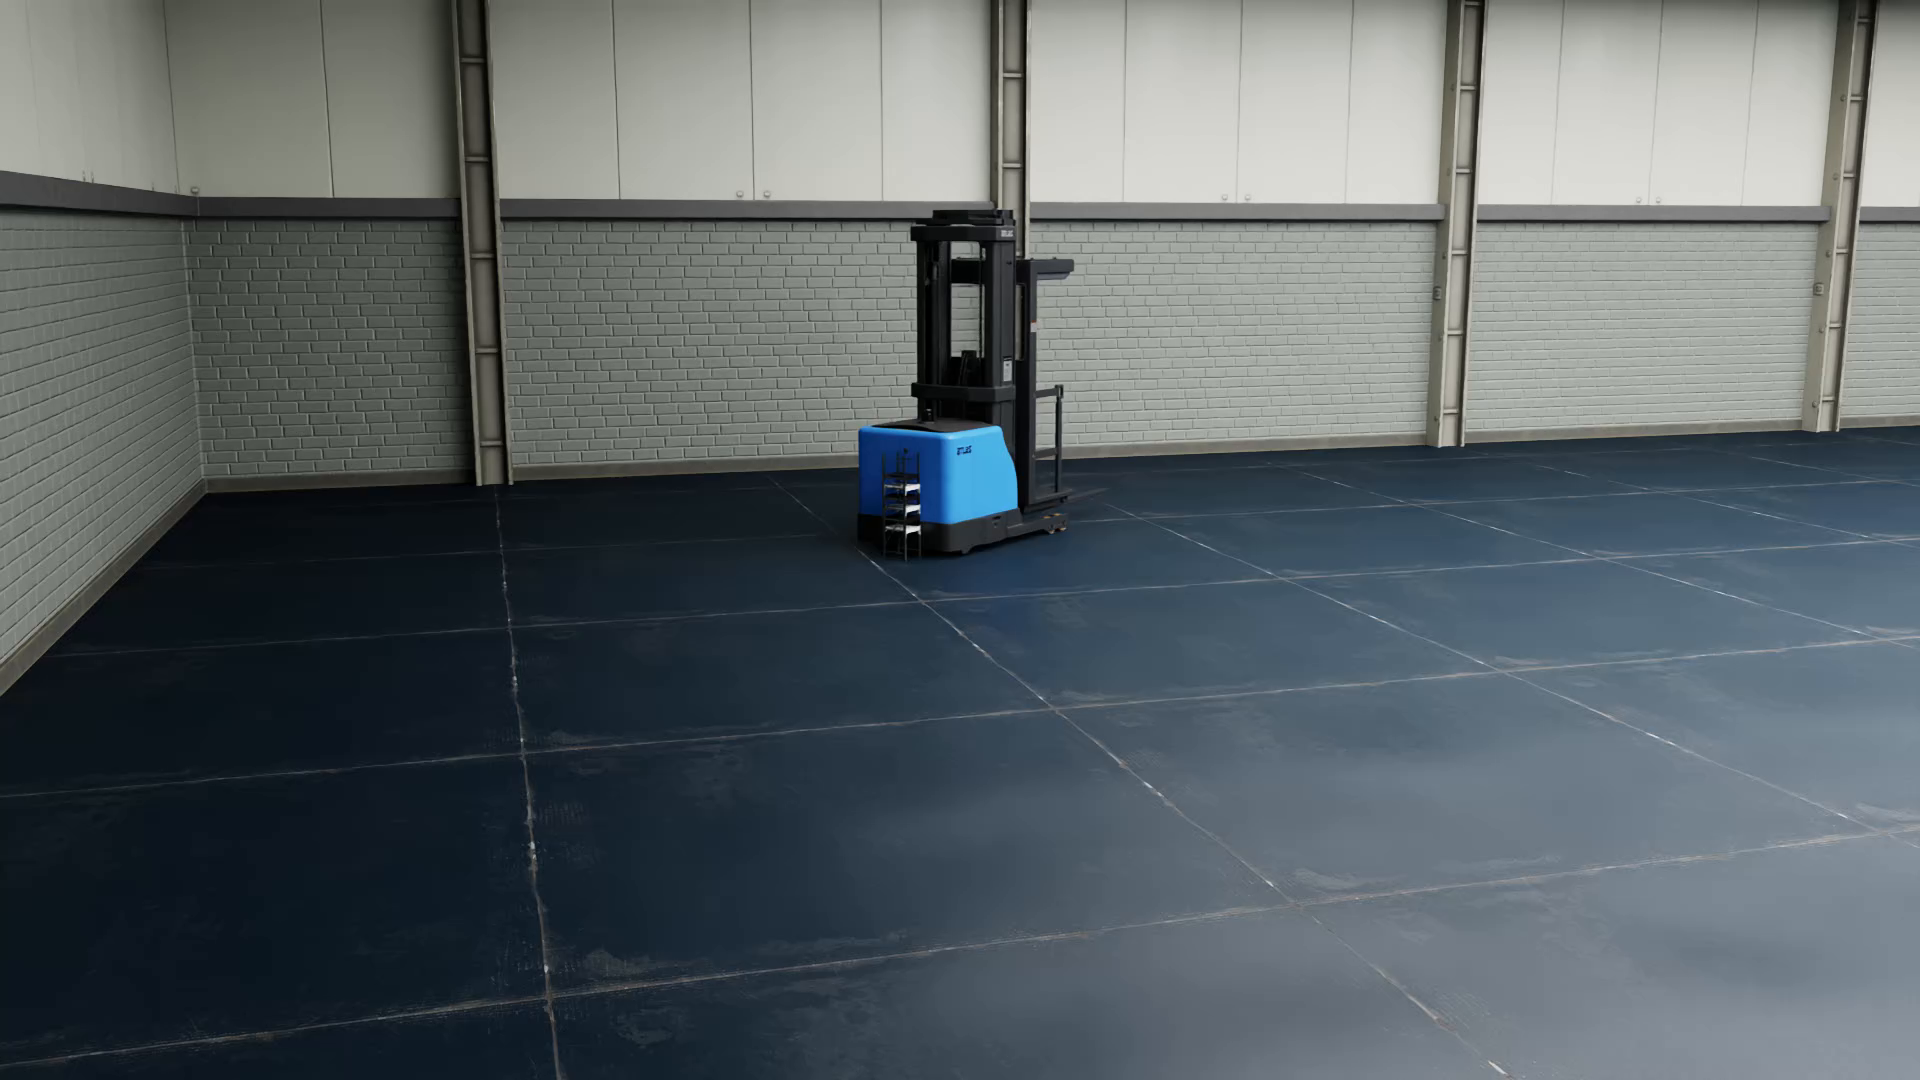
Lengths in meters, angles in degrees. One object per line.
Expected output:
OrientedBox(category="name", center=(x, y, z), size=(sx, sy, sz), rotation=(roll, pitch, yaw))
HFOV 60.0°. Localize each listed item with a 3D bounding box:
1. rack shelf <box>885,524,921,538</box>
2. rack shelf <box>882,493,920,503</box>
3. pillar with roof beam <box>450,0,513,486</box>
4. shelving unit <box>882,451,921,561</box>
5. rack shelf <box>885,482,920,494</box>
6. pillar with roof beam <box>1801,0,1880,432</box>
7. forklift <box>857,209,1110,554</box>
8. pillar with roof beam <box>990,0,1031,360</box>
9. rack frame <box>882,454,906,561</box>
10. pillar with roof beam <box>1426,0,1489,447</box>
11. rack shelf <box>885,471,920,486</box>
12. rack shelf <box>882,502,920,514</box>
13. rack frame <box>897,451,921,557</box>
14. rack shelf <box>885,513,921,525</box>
OrientedBox(category="rack shelf", center=(-0.497, -0.081, 14.175), size=(0.258, 0.077, 0.200), rotation=(7, 13, 34))
OrientedBox(category="rack shelf", center=(-0.498, -0.346, 14.124), size=(0.258, 0.077, 0.200), rotation=(7, 13, 34))
OrientedBox(category="pillar with roof beam", center=(-3.970, -4.309, 13.601), size=(0.400, 9.000, 9.100), rotation=(-3, 11, -16))
OrientedBox(category="shelving unit", center=(-0.498, -0.291, 14.135), size=(0.258, 0.900, 0.210), rotation=(7, 13, 34))
OrientedBox(category="rack shelf", center=(-0.499, -0.435, 14.107), size=(0.258, 0.077, 0.200), rotation=(7, 13, 34))
OrientedBox(category="pillar with roof beam", center=(13.313, -5.220, 18.548), size=(0.400, 9.000, 9.100), rotation=(-3, 11, -16))
OrientedBox(category="forklift", center=(0.355, -1.541, 15.321), size=(1.130, 2.935, 3.031), rotation=(7, 13, 34))
OrientedBox(category="pillar with roof beam", center=(1.791, -4.613, 15.250), size=(0.400, 9.000, 9.100), rotation=(-3, 11, -16))
OrientedBox(category="rack frame", center=(-0.556, -0.275, 14.053), size=(0.240, 0.900, 0.006), rotation=(7, 13, 34))
OrientedBox(category="pillar with roof beam", center=(7.552, -4.917, 16.899), size=(0.400, 9.000, 9.100), rotation=(-3, 11, -16))
OrientedBox(category="rack shelf", center=(-0.499, -0.523, 14.090), size=(0.258, 0.077, 0.200), rotation=(7, 13, 34))
OrientedBox(category="rack shelf", center=(-0.498, -0.258, 14.141), size=(0.258, 0.077, 0.200), rotation=(7, 13, 34))
OrientedBox(category="rack frame", center=(-0.440, -0.307, 14.217), size=(0.240, 0.900, 0.006), rotation=(7, 13, 34))
OrientedBox(category="rack shelf", center=(-0.497, -0.170, 14.158), size=(0.258, 0.077, 0.200), rotation=(7, 13, 34))
